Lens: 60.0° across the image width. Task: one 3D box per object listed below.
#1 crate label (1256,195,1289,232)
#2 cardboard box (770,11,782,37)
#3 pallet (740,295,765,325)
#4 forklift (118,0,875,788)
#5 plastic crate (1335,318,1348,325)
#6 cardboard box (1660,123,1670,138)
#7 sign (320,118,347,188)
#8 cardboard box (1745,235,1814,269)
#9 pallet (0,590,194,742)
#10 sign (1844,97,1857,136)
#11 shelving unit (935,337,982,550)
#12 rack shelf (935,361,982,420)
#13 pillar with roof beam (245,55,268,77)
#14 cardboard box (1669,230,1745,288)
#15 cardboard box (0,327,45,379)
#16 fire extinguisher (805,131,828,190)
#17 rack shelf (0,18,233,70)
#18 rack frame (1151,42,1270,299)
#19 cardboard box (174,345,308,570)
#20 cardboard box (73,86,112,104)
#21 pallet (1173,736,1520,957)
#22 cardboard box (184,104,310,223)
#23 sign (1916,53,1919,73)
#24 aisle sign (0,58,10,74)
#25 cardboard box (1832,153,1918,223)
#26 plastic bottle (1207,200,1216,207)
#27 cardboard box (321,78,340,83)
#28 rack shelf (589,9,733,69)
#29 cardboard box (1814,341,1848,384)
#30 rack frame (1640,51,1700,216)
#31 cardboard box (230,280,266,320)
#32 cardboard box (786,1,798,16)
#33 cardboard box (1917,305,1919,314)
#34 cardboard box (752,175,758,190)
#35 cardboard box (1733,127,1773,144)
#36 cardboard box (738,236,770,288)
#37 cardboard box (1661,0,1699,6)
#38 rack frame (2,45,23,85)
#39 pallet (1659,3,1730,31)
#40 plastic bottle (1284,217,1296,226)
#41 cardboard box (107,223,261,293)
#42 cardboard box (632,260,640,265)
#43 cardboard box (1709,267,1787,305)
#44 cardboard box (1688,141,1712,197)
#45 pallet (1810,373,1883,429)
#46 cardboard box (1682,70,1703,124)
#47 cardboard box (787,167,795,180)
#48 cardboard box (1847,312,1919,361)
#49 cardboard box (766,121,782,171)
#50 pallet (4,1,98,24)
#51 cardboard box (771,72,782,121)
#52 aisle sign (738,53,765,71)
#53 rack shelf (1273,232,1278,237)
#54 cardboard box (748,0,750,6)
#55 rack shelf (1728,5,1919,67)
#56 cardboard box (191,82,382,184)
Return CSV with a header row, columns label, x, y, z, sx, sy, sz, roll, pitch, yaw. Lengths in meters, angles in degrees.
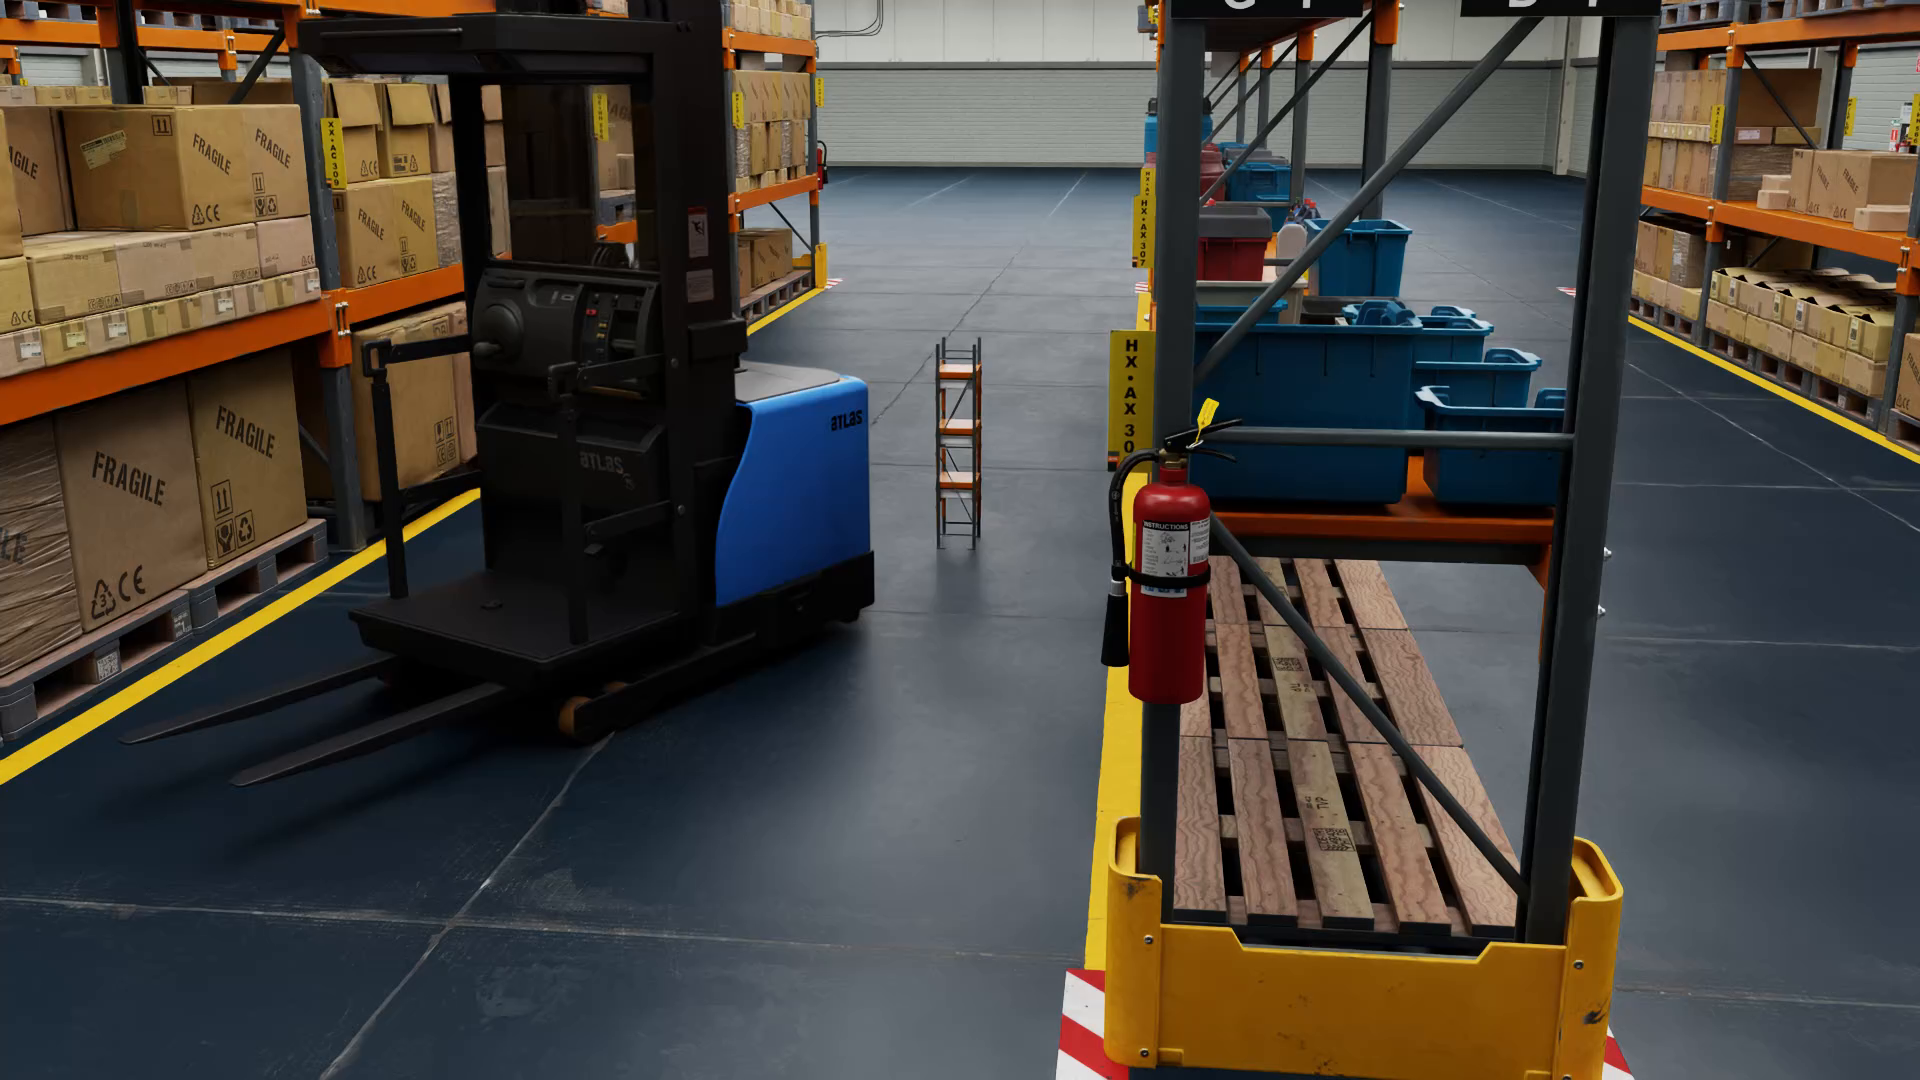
label,x,y,z,sx,sy,sz,roll,pitch,yaw
crate label,2.258,-2.312,11.788,0.303,0.233,0.416,2,15,6
cardboard box,-2.154,-5.366,17.301,0.500,0.250,0.500,1,15,5
pallet,-2.592,-2.308,16.791,1.003,0.211,1.213,2,15,6
forklift,-1.618,-0.829,6.111,1.130,2.935,3.031,10,18,33
plastic crate,1.488,-0.699,5.890,0.293,0.136,0.466,2,15,6
cardboard box,7.229,-4.090,16.608,0.380,0.149,0.250,2,15,7
sign,-2.983,-1.844,7.924,0.100,0.325,0.005,2,15,6
cardboard box,7.574,-2.534,15.314,0.500,0.500,0.500,2,15,6
pallet,-3.834,0.455,6.576,1.003,0.211,1.213,2,15,6
sign,7.751,-3.693,14.506,0.100,0.325,0.005,2,15,6
shelving unit,-0.006,-0.493,8.474,0.215,1.050,0.252,2,15,6
rack shelf,-0.006,-0.757,8.402,0.215,0.259,0.240,2,15,6
pillar with roof beam,-11.626,-12.237,36.676,9.100,9.000,0.400,2,15,6
cardboard box,7.113,-2.679,15.850,0.500,0.500,0.500,2,15,6
cardboard box,-3.476,-0.661,5.840,0.380,0.149,0.250,2,15,6
fire extinguisher,-1.710,-4.495,19.686,0.296,0.674,0.183,2,15,6
rack shelf,-7.775,-4.233,14.200,1.077,0.370,4.000,2,15,6
rack frame,2.289,-3.332,15.240,1.000,3.000,0.127,2,15,6
cardboard box,-3.689,-0.412,7.704,0.875,0.875,0.875,2,15,6
cardboard box,-7.771,-3.657,14.334,0.700,0.500,0.500,2,15,6
pallet,1.067,0.913,4.881,1.003,0.211,1.213,2,15,6
cardboard box,-3.321,-1.710,7.519,0.500,0.500,0.500,2,15,8
sign,14.458,-7.185,25.047,0.001,0.298,0.199,2,15,6
aisle sign,-11.733,-6.070,20.384,0.394,0.787,0.004,2,15,6
cardboard box,6.932,-2.632,12.458,0.500,0.500,0.500,1,15,3
plastic bottle,1.456,-1.798,9.659,0.144,0.351,0.185,2,15,6
cardboard box,-7.277,-4.759,18.158,0.875,0.550,0.500,2,15,6
rack shelf,-2.858,-4.060,13.563,1.077,0.370,4.000,2,15,6
cardboard box,6.631,-1.301,12.190,0.500,0.250,0.500,2,15,6
rack frame,7.662,-4.223,18.533,1.000,3.000,0.127,2,15,6
cardboard box,-3.302,-1.060,7.317,0.380,0.149,0.250,1,15,5
cardboard box,-1.975,-5.799,18.137,0.380,0.149,0.250,2,15,7
cardboard box,7.161,-1.558,12.066,0.500,0.311,0.500,1,15,5
cardboard box,-2.249,-3.599,16.708,0.380,0.149,0.250,2,15,6
cardboard box,7.028,-3.624,14.883,0.380,0.149,0.250,2,15,6
cardboard box,-2.391,-3.033,18.115,0.500,0.500,0.500,3,15,11
cardboard box,7.203,-5.567,16.492,0.500,0.500,0.500,2,15,6
rack frame,-12.028,-4.808,20.695,1.000,3.000,0.127,2,15,6
pallet,7.421,-5.128,16.304,1.003,0.211,1.213,2,15,6
plastic bottle,1.867,-1.689,9.407,0.097,0.271,0.097,0,15,0
cardboard box,-3.380,-1.218,7.138,0.500,0.250,0.500,2,15,8
cardboard box,-2.723,-2.325,15.462,0.700,0.500,0.500,1,15,2
cardboard box,6.916,-2.232,14.558,0.500,0.311,0.500,2,15,6
cardboard box,7.307,-3.486,15.616,0.700,0.500,0.500,2,15,6
pallet,6.891,-1.014,12.009,1.003,0.211,1.213,2,15,6
cardboard box,7.367,-4.236,15.906,0.700,0.500,0.500,2,15,6
cardboard box,-2.057,-4.119,18.630,0.380,0.149,0.250,2,15,6
cardboard box,6.573,-1.437,11.620,0.500,0.311,0.500,2,15,8
cardboard box,-2.375,-4.175,17.594,0.875,0.500,0.500,2,15,6
pallet,-7.857,-4.429,13.909,1.003,0.211,1.213,2,15,9
cardboard box,-2.172,-4.652,17.441,0.500,0.500,0.500,2,15,6
aisle sign,-2.472,-5.796,19.369,0.394,0.787,0.004,2,15,6
rack shelf,2.063,-2.466,13.415,1.077,0.370,4.000,2,15,6
cardboard box,-2.290,-5.327,16.395,0.380,0.149,0.250,2,15,8
rack shelf,6.985,-3.768,12.481,1.077,0.370,4.000,2,15,6
cardboard box,-3.471,-2.102,8.575,0.797,0.503,0.637,1,15,5
